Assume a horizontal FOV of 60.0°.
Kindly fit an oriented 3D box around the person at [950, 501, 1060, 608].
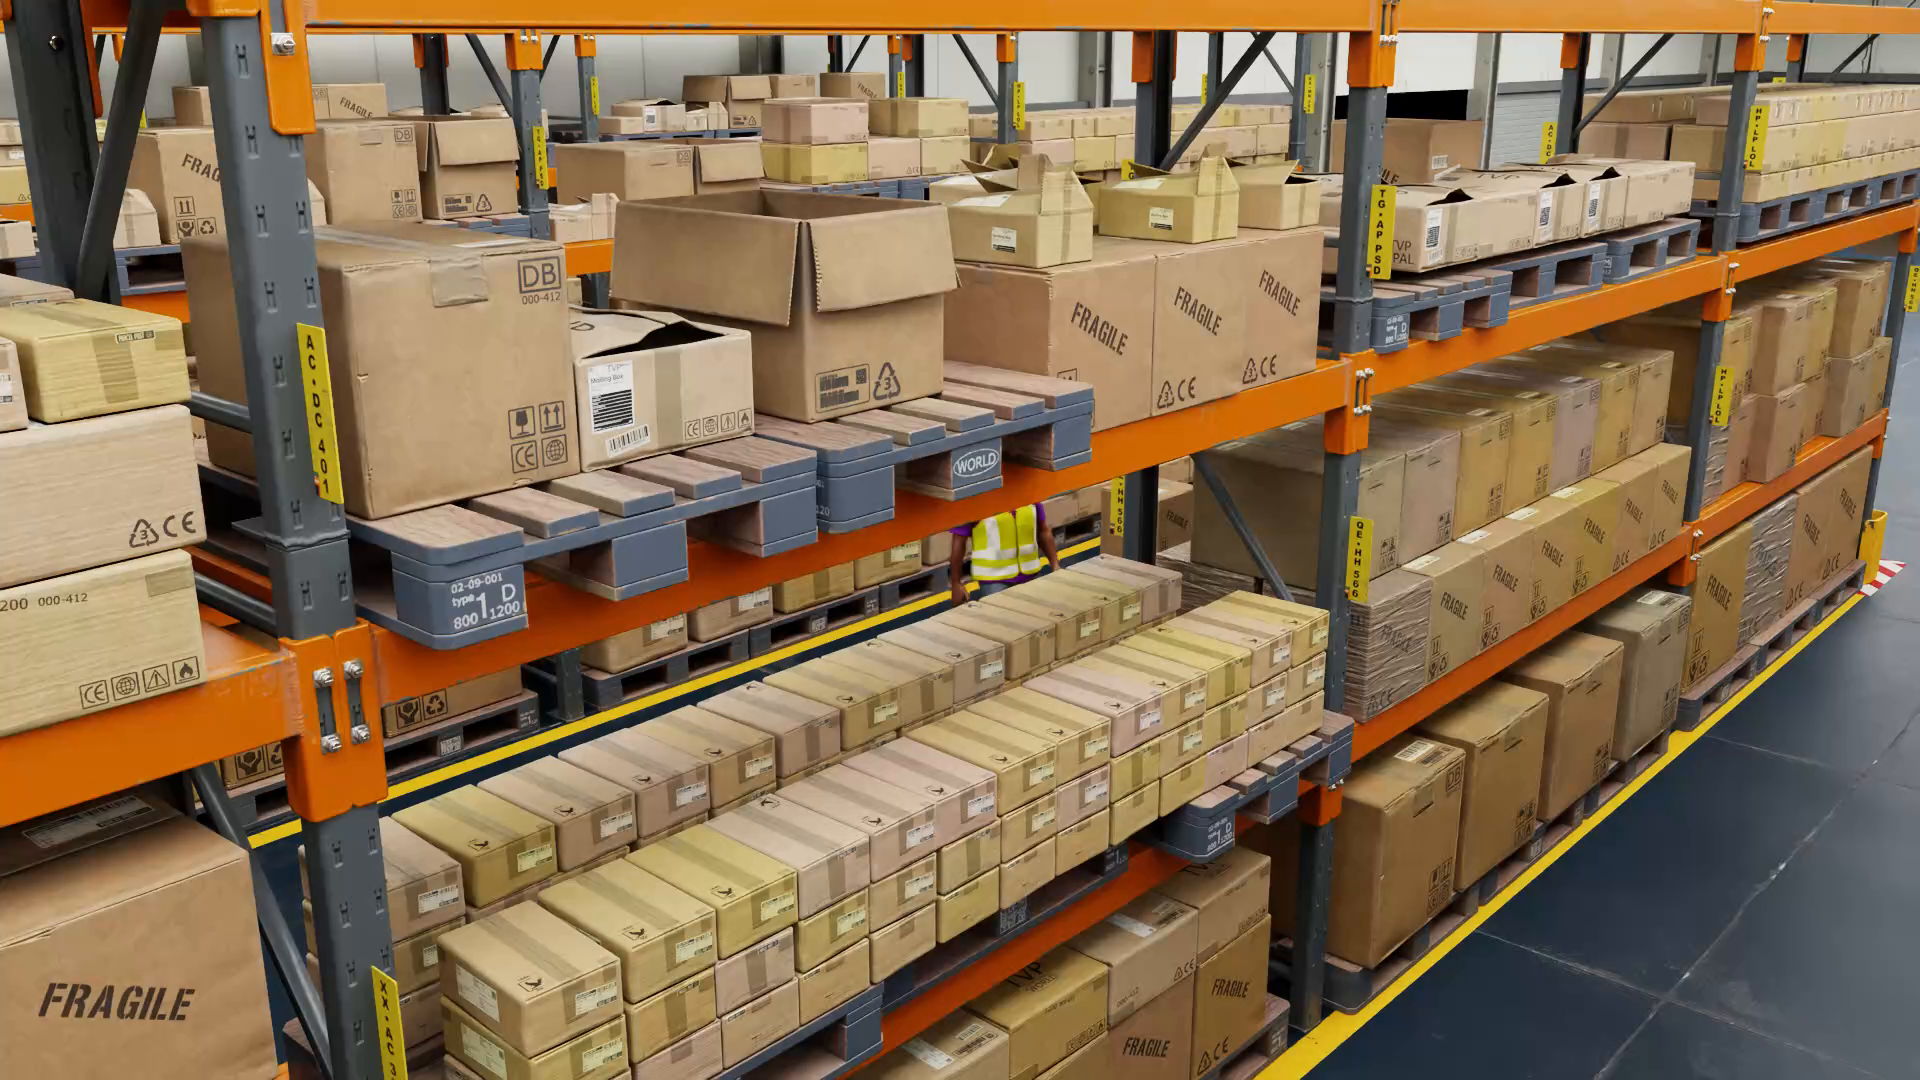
[{"bbox_3d":[0.308,0.240,9.738,0.665,1.757,0.602,-11,20,-32],"label":"person"}]
